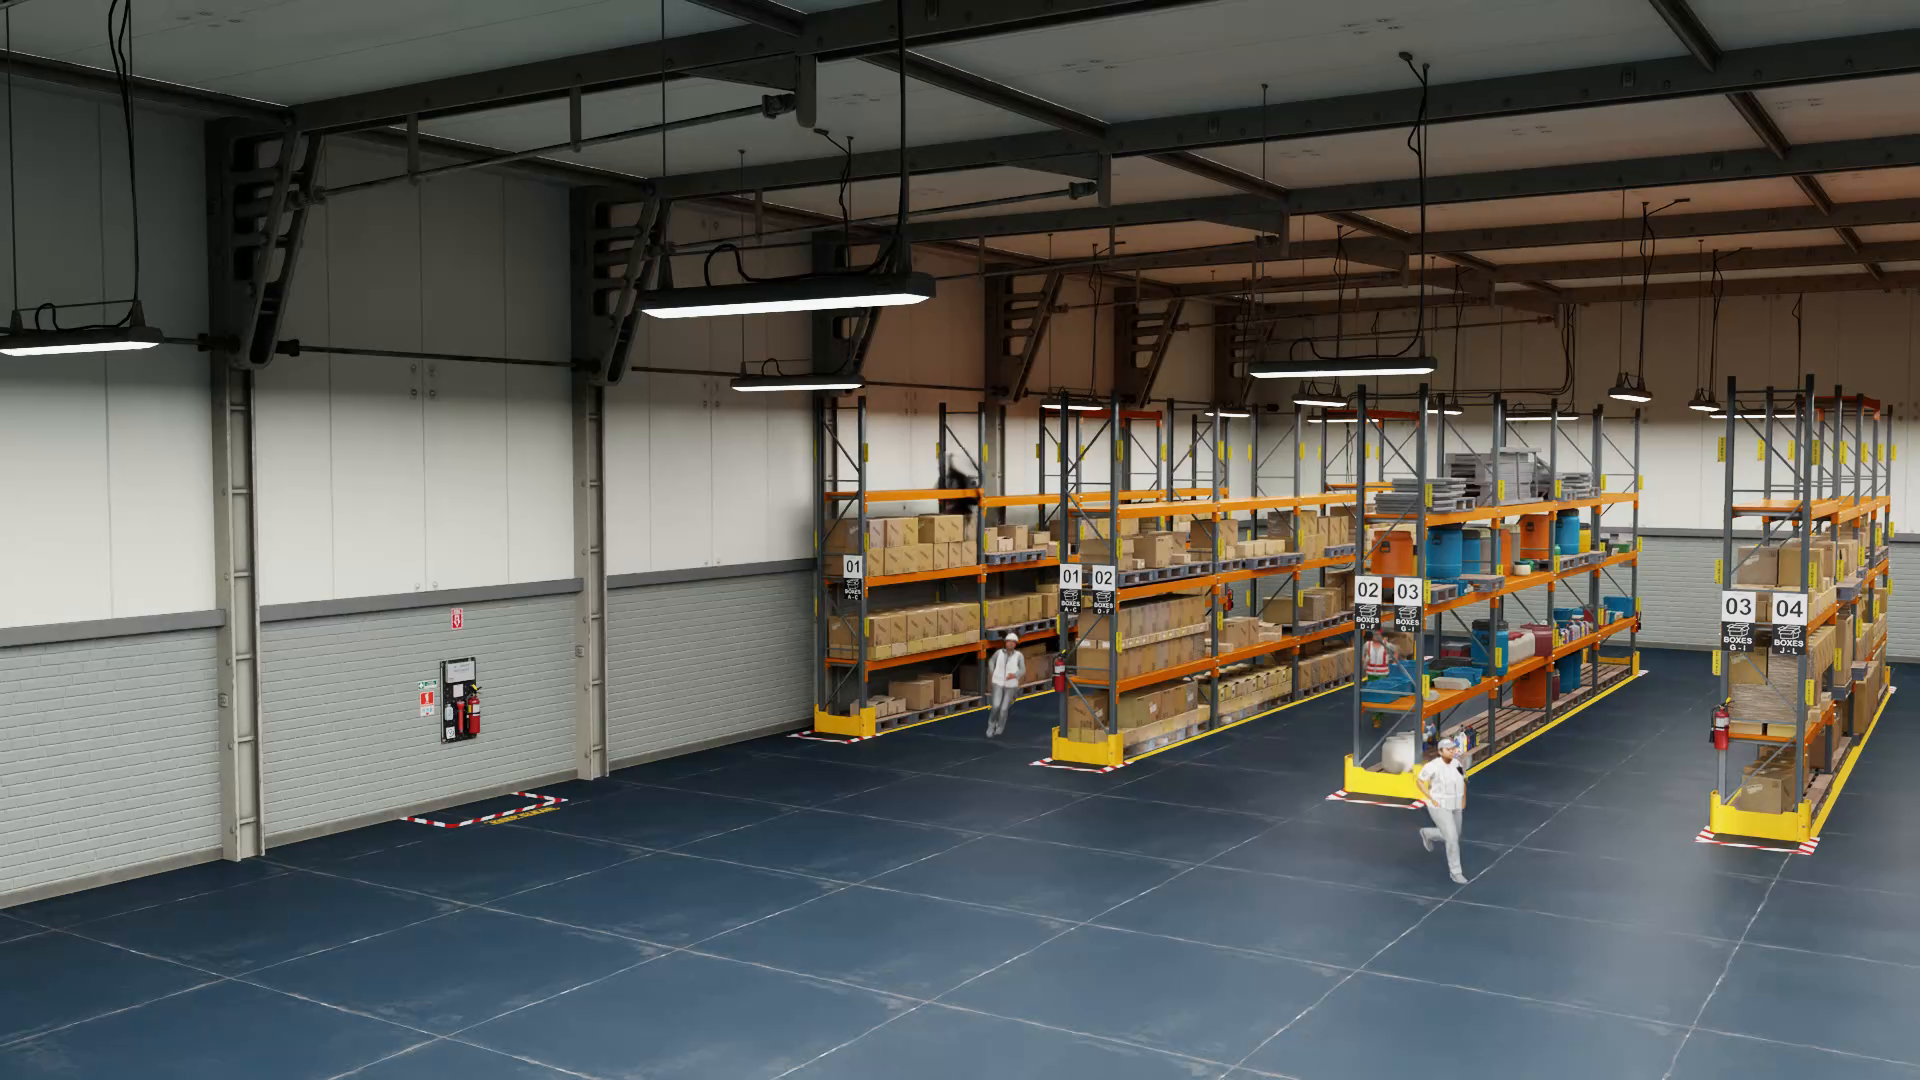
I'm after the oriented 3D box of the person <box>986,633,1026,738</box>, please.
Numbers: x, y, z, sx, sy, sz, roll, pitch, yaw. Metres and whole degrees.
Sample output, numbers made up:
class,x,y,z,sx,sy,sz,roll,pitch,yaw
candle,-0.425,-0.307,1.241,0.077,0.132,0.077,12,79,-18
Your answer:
class,x,y,z,sx,sy,sz,roll,pitch,yaw
person,0.766,2.428,27.799,0.667,1.753,0.649,0,3,4

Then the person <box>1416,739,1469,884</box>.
class,x,y,z,sx,sy,sz,roll,pitch,yaw
person,5.733,3.181,19.717,0.591,1.664,0.936,-1,3,-26

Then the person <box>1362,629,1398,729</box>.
class,x,y,z,sx,sy,sz,roll,pitch,yaw
person,7.632,2.496,30.458,0.661,1.846,0.835,2,3,28
